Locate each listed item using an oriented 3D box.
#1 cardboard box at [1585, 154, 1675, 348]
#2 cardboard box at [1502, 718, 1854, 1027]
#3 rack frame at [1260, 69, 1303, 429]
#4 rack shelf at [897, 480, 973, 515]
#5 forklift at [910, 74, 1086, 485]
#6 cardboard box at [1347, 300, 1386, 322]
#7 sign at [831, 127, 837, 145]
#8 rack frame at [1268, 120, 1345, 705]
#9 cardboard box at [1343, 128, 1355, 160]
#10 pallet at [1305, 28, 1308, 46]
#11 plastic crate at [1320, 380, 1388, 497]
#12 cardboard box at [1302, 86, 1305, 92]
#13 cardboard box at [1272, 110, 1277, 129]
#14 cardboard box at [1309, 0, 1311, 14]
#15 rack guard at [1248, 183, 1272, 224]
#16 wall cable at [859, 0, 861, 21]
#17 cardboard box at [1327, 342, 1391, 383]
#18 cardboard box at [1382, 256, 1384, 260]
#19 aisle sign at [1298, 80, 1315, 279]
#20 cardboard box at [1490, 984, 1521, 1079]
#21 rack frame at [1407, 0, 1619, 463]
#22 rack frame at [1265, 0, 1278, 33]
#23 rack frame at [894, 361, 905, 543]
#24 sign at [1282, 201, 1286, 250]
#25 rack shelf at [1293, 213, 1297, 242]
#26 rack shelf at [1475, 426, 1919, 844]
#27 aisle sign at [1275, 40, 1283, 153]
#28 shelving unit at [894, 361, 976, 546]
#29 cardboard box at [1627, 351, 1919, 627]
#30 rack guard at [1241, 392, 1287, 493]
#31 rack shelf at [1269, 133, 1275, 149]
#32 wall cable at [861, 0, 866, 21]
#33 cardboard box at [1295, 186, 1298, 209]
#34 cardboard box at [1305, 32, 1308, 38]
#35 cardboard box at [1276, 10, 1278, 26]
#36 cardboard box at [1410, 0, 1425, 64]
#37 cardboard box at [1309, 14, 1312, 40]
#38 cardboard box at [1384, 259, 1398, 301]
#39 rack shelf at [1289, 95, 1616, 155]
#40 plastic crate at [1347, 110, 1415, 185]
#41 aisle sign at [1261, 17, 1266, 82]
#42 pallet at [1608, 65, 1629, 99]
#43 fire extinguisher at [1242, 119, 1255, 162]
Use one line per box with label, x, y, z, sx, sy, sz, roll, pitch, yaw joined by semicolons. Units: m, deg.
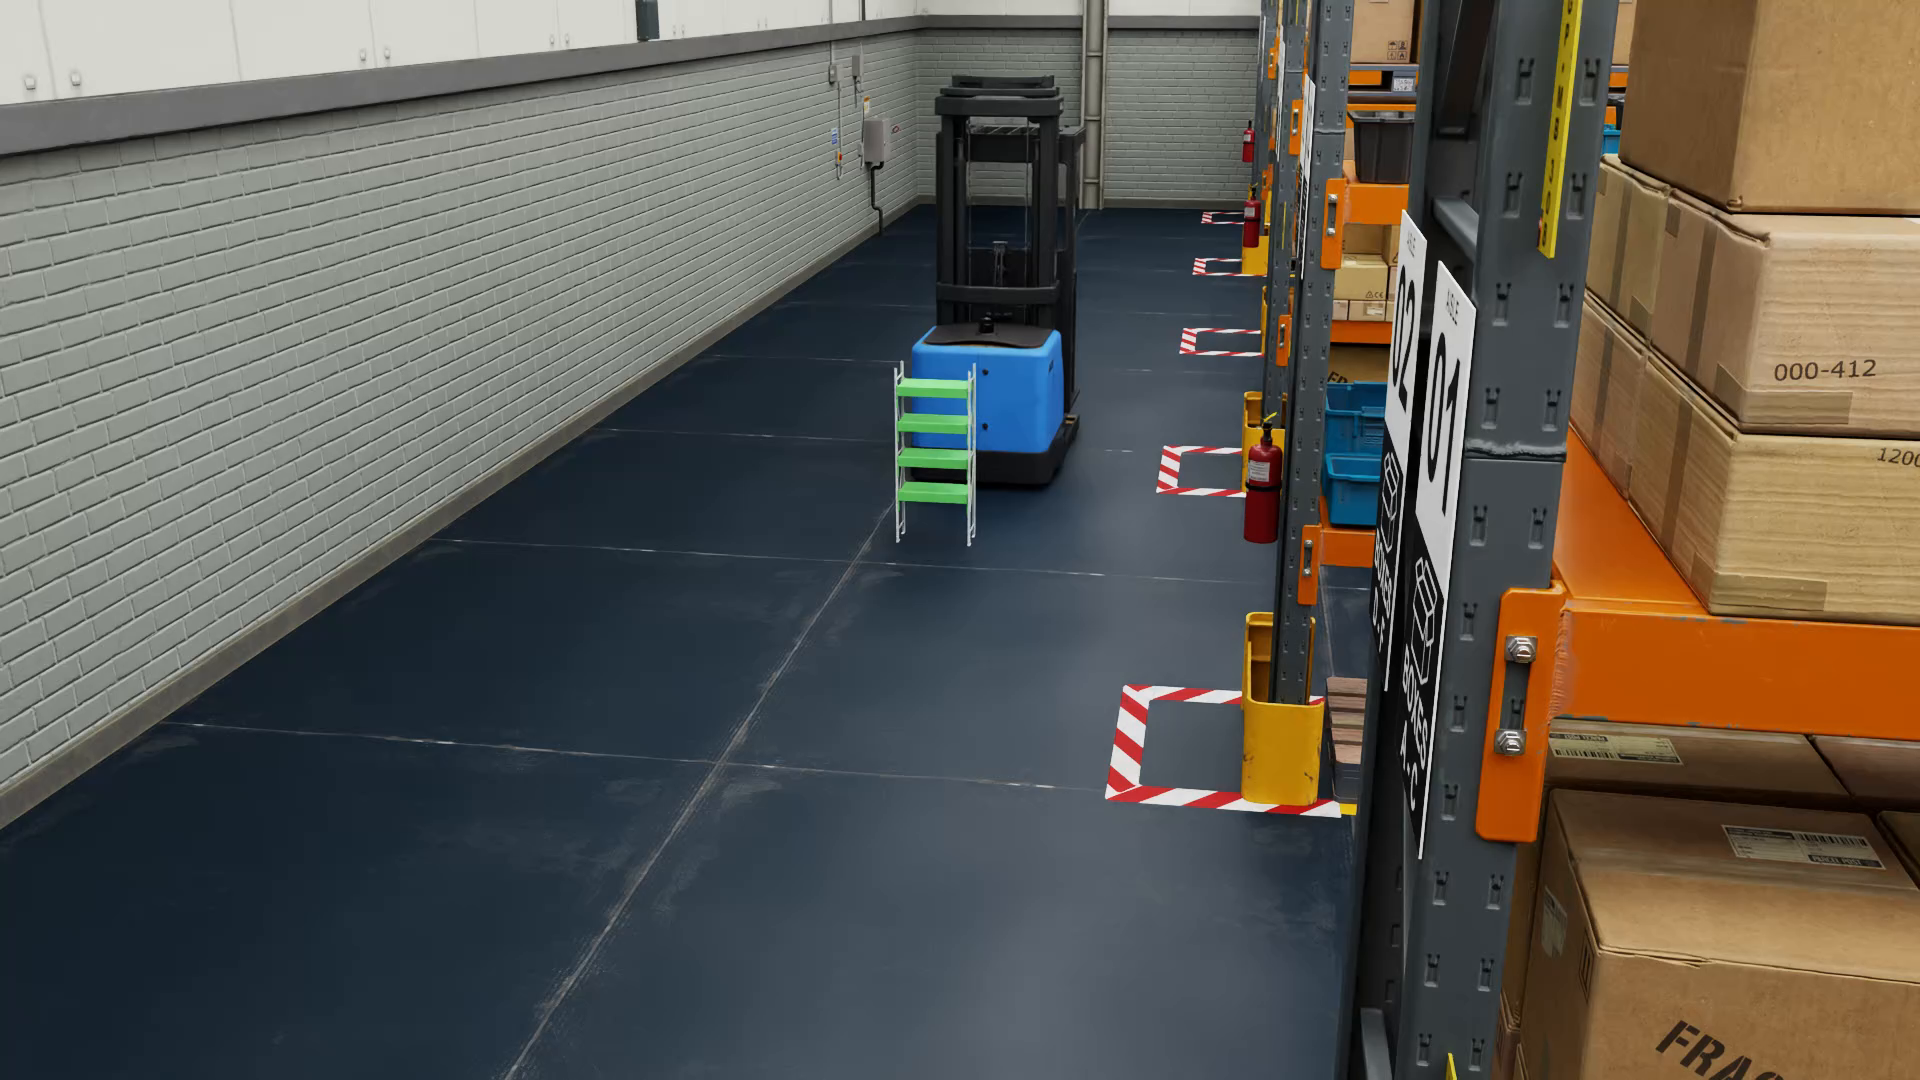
cardboard box;1.347;-0.480;2.731;0.500;0.250;0.500;3;19;9
cardboard box;1.282;0.577;3.117;0.500;0.500;0.500;3;19;8
rack frame;2.374;-1.941;12.376;0.127;3.000;1.000;3;19;9
rack shelf;-0.163;-0.289;11.234;0.480;0.148;0.258;3;19;9
forklift;0.398;-2.228;13.344;1.130;2.935;3.031;3;19;10
cardboard box;2.926;-1.688;12.016;0.250;0.149;0.380;3;19;8
sign;-1.693;-5.438;22.402;0.001;0.218;0.327;3;19;9
rack frame;1.589;-0.389;7.738;0.127;3.000;1.000;3;19;9
cardboard box;3.662;-4.046;16.467;0.500;0.500;0.500;3;19;8
pallet;4.680;-6.392;21.091;1.213;0.211;1.003;3;19;9
plastic crate;1.949;-0.476;7.847;0.499;0.435;0.616;3;19;9
cardboard box;4.253;-5.770;21.065;0.250;0.149;0.380;3;19;10
cardboard box;5.135;-6.563;25.959;0.500;0.250;0.500;3;19;9
cardboard box;3.636;-5.342;16.635;0.250;0.149;0.380;3;19;8
rack guard;4.805;-5.411;26.688;0.348;0.500;1.175;3;19;9
wall cable;-1.593;-8.324;21.998;0.029;3.000;2.355;3;19;9
cardboard box;3.019;-1.125;12.625;0.875;0.875;0.875;3;19;9
cardboard box;3.396;-2.044;12.451;0.500;0.250;0.500;3;19;8
aisle sign;1.471;-1.532;7.058;0.004;0.787;0.394;3;19;9
cardboard box;1.285;1.053;3.272;0.500;0.500;0.500;3;19;10
rack frame;0.799;-1.682;2.149;0.127;3.000;1.000;3;19;9
rack frame;3.946;-7.890;20.703;0.127;3.000;1.000;3;19;9
rack frame;-0.404;-0.590;11.174;0.015;1.200;0.240;3;19;9
sign;2.280;-2.215;11.707;0.005;0.325;0.100;3;19;9
rack shelf;5.236;-3.048;16.818;4.000;0.370;1.077;3;19;9
rack shelf;2.774;0.182;2.438;4.000;0.370;1.077;3;19;9
aisle sign;2.351;-3.271;12.255;0.004;0.787;0.394;3;19;9
shelving unit;-0.163;-0.577;11.138;0.503;1.200;0.258;3;19;9
cardboard box;1.266;-0.083;2.333;0.500;0.250;0.500;3;19;9
rack guard;2.351;-0.756;12.776;0.348;0.500;1.175;3;19;9
rack shelf;6.705;-6.159;26.116;4.000;0.370;1.077;3;19;9
wall cable;-1.114;-9.212;24.595;0.133;3.039;2.988;3;19;9
cardboard box;5.319;-5.555;26.451;0.637;0.503;0.797;2;19;6
cardboard box;5.271;-7.810;25.586;0.250;0.149;0.380;3;19;10
cardboard box;5.212;-8.156;25.991;0.500;0.250;0.500;3;19;8
cardboard box;3.433;-3.582;11.576;0.500;0.500;0.700;2;19;7
cardboard box;3.663;-4.974;16.162;0.500;0.250;0.500;3;19;10
cardboard box;3.320;-1.878;11.955;0.500;0.250;0.500;3;19;8
rack shelf;4.349;-2.921;11.713;4.000;0.370;1.077;3;19;9
plastic crate;1.925;-1.643;6.964;0.590;0.269;0.497;3;19;9
aisle sign;3.829;-6.191;20.981;0.004;0.787;0.394;3;19;9
pallet;4.317;-3.226;11.631;1.213;0.211;1.003;3;19;9
fire extinguisher;4.511;-6.250;25.963;0.183;0.674;0.296;3;19;9
